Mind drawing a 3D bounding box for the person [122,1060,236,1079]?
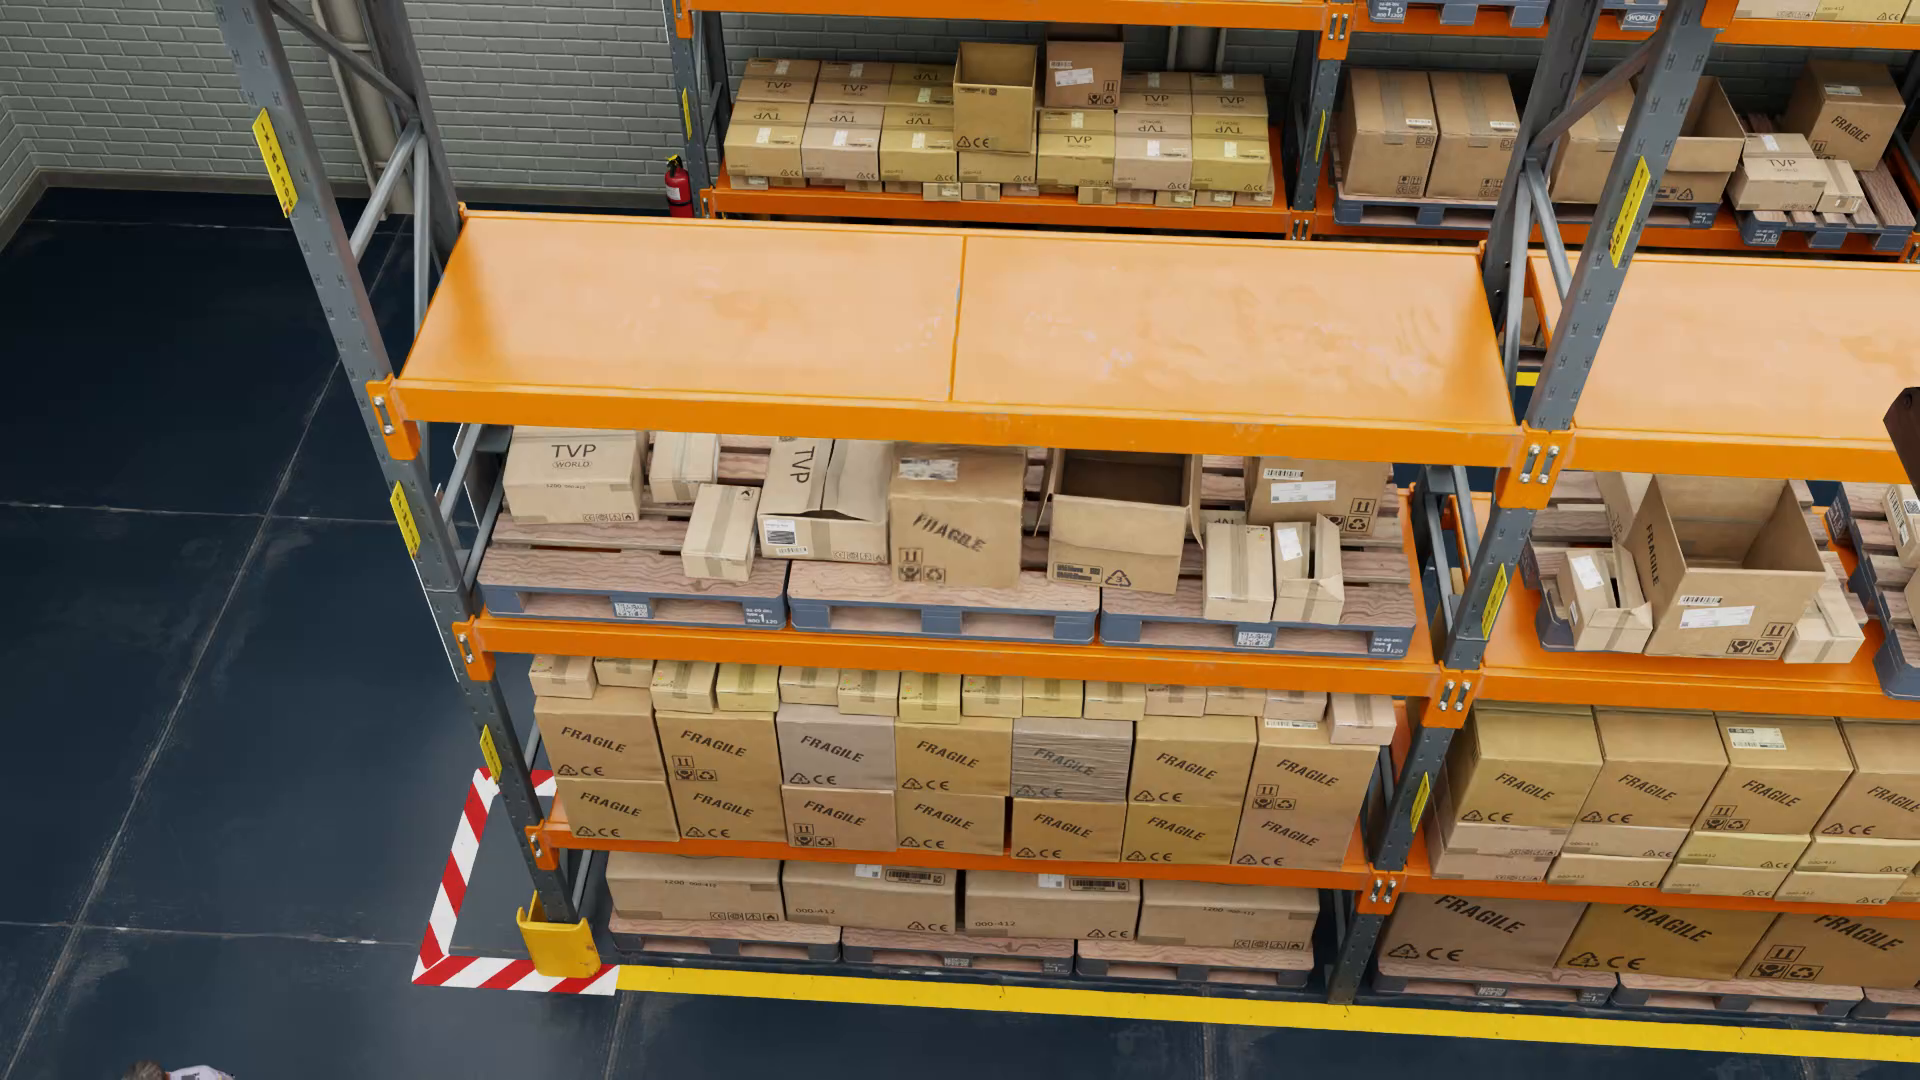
[{"bbox_3d":[-3.321,2.689,7.243,0.460,1.568,1.058,-8,48,-7],"label":"person"}]
